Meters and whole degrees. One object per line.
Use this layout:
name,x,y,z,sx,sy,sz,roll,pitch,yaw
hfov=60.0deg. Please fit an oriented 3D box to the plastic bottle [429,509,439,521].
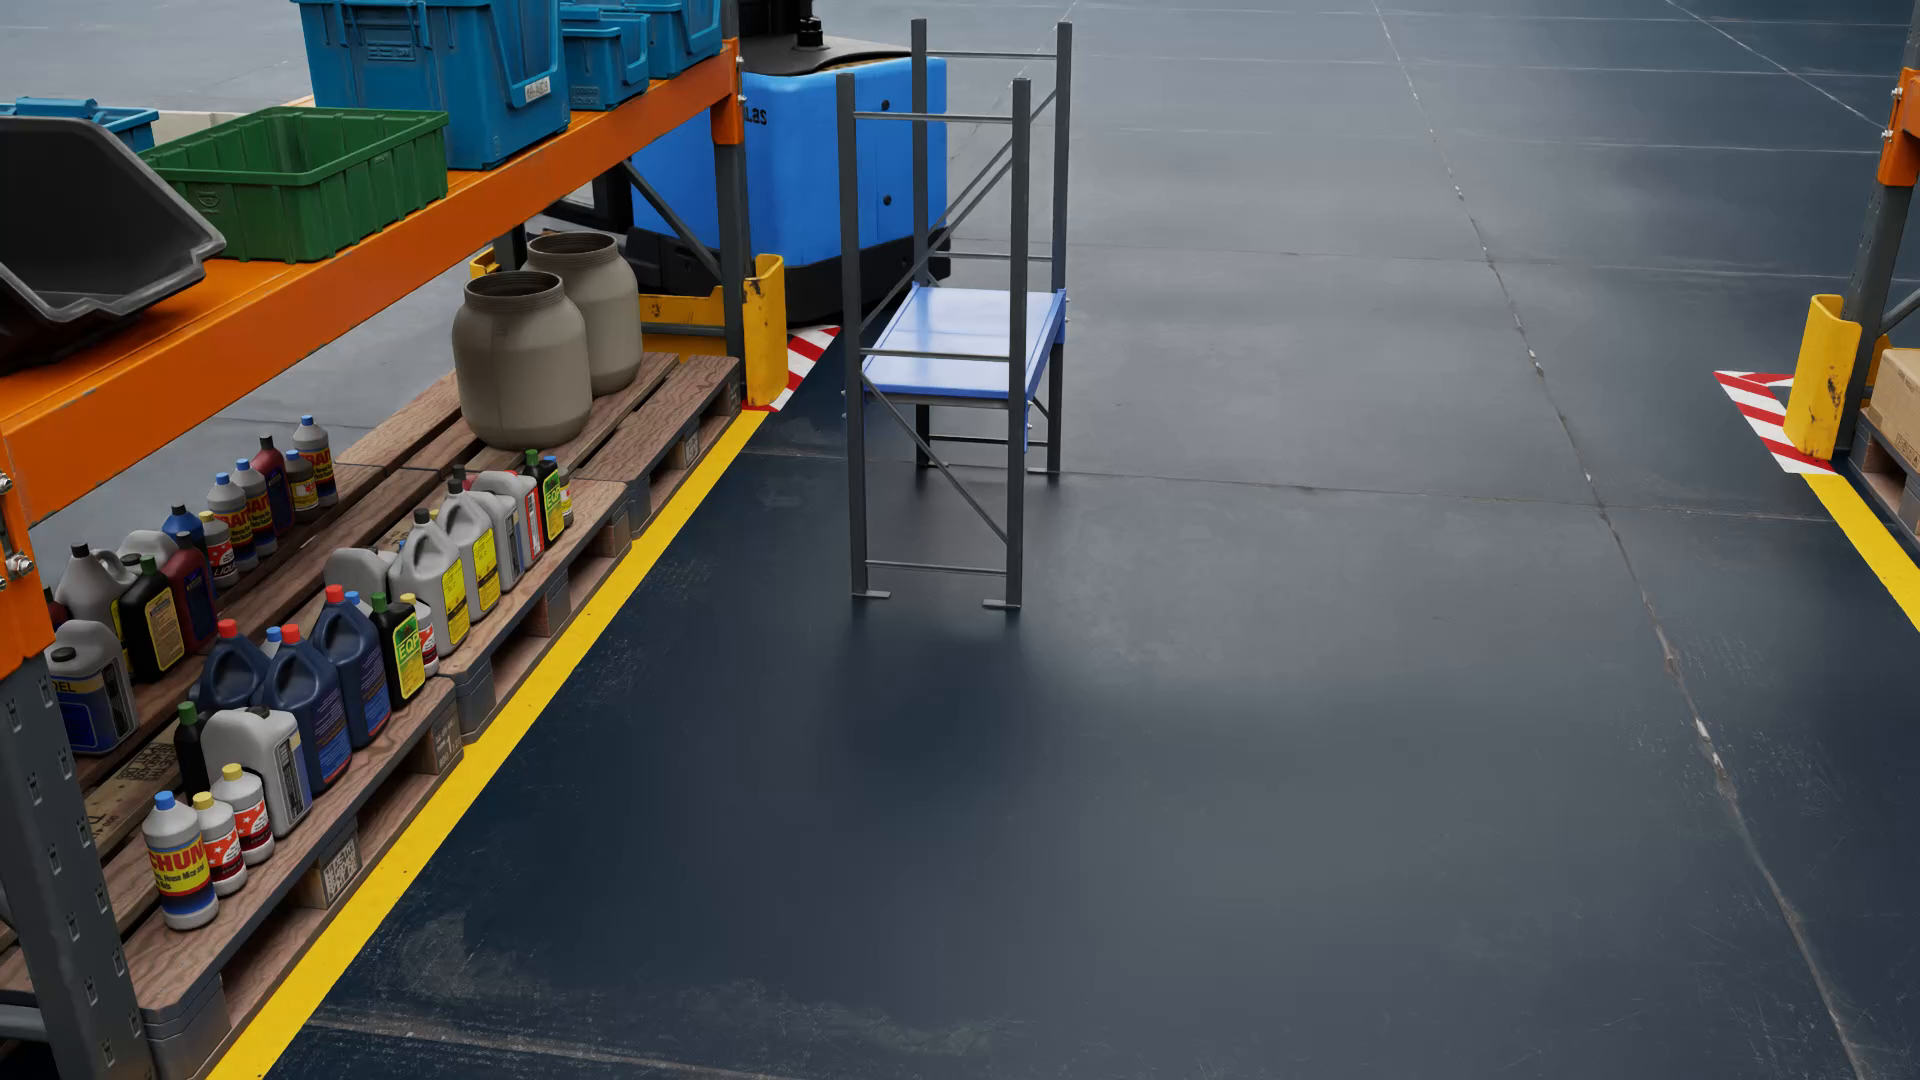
plastic bottle,-1.391,0.017,4.458,0.097,0.201,0.097,0,25,0

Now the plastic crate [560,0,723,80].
plastic crate,-1.093,-1.713,5.547,0.499,0.251,0.616,4,25,9

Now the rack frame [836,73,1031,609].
rack frame,-0.069,-0.502,4.554,0.500,1.500,0.032,4,25,9

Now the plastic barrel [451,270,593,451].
plastic barrel,-1.420,-0.584,5.398,0.421,0.512,0.421,0,25,0

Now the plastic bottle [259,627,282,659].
plastic bottle,-1.514,0.321,3.726,0.097,0.271,0.097,0,25,0

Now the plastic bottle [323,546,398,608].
plastic bottle,-1.469,0.131,4.125,0.152,0.276,0.135,4,25,9

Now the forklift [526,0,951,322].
forklift,-1.480,-2.759,7.688,3.031,2.935,1.130,21,32,37

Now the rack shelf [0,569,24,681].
rack shelf,-2.287,0.825,0.799,1.077,0.370,4.000,4,25,9

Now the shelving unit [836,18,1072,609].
shelving unit,0.014,-0.715,5.008,0.538,1.500,1.048,4,25,9

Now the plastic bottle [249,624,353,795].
plastic bottle,-1.419,0.354,3.561,0.144,0.351,0.185,5,25,10

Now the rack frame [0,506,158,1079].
rack frame,-1.963,-0.338,2.434,0.949,2.616,0.053,4,25,9

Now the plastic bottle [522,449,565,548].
plastic bottle,-1.175,-0.131,4.677,0.061,0.283,0.133,5,25,10

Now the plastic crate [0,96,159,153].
plastic crate,-2.047,-0.752,3.494,0.499,0.251,0.616,4,25,9

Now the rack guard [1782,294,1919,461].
rack guard,3.584,-0.544,5.822,1.175,0.500,0.348,4,25,9

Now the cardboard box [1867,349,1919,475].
cardboard box,3.273,-0.402,5.318,0.500,0.250,0.500,4,25,9

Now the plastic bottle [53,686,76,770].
plastic bottle,-1.997,0.383,3.498,0.144,0.351,0.185,4,25,9

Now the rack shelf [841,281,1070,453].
rack shelf,0.014,-0.552,5.085,0.538,0.185,1.000,4,25,9

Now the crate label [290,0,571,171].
crate label,-1.340,-1.238,4.315,0.502,0.435,0.616,4,25,9

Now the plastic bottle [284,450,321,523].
plastic bottle,-1.927,-0.163,4.841,0.097,0.201,0.097,0,25,0

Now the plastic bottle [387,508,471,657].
plastic bottle,-1.319,0.097,4.110,0.144,0.351,0.185,4,25,8

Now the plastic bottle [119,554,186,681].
plastic bottle,-1.950,0.185,4.002,0.061,0.283,0.133,4,25,9

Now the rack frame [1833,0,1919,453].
rack frame,3.580,-1.666,5.271,1.000,3.000,0.127,4,25,9

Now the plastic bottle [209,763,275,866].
plastic bottle,-1.442,0.542,3.335,0.097,0.201,0.097,0,25,0

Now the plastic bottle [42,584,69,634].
plastic bottle,-2.122,0.253,3.857,0.061,0.283,0.133,6,26,12

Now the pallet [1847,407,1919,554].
pallet,3.496,-0.080,5.172,1.003,0.211,1.213,4,25,9

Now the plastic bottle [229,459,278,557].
plastic bottle,-1.966,-0.094,4.612,0.097,0.271,0.097,0,25,0

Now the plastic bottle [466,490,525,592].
plastic bottle,-1.265,-0.016,4.440,0.152,0.276,0.135,3,25,7

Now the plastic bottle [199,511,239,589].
plastic bottle,-1.999,0.021,4.449,0.097,0.201,0.097,0,25,0

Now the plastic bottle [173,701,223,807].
plastic bottle,-1.555,0.446,3.444,0.061,0.283,0.133,4,25,9

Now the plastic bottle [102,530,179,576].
plastic bottle,-2.025,0.124,4.140,0.152,0.276,0.135,4,25,9

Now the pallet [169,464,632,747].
pallet,-1.612,0.135,4.712,1.003,0.211,1.213,4,25,9

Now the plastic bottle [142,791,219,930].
plastic bottle,-1.476,0.596,3.138,0.097,0.271,0.097,0,25,0

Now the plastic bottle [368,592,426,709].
plastic bottle,-1.320,0.239,3.886,0.061,0.283,0.133,5,26,11
